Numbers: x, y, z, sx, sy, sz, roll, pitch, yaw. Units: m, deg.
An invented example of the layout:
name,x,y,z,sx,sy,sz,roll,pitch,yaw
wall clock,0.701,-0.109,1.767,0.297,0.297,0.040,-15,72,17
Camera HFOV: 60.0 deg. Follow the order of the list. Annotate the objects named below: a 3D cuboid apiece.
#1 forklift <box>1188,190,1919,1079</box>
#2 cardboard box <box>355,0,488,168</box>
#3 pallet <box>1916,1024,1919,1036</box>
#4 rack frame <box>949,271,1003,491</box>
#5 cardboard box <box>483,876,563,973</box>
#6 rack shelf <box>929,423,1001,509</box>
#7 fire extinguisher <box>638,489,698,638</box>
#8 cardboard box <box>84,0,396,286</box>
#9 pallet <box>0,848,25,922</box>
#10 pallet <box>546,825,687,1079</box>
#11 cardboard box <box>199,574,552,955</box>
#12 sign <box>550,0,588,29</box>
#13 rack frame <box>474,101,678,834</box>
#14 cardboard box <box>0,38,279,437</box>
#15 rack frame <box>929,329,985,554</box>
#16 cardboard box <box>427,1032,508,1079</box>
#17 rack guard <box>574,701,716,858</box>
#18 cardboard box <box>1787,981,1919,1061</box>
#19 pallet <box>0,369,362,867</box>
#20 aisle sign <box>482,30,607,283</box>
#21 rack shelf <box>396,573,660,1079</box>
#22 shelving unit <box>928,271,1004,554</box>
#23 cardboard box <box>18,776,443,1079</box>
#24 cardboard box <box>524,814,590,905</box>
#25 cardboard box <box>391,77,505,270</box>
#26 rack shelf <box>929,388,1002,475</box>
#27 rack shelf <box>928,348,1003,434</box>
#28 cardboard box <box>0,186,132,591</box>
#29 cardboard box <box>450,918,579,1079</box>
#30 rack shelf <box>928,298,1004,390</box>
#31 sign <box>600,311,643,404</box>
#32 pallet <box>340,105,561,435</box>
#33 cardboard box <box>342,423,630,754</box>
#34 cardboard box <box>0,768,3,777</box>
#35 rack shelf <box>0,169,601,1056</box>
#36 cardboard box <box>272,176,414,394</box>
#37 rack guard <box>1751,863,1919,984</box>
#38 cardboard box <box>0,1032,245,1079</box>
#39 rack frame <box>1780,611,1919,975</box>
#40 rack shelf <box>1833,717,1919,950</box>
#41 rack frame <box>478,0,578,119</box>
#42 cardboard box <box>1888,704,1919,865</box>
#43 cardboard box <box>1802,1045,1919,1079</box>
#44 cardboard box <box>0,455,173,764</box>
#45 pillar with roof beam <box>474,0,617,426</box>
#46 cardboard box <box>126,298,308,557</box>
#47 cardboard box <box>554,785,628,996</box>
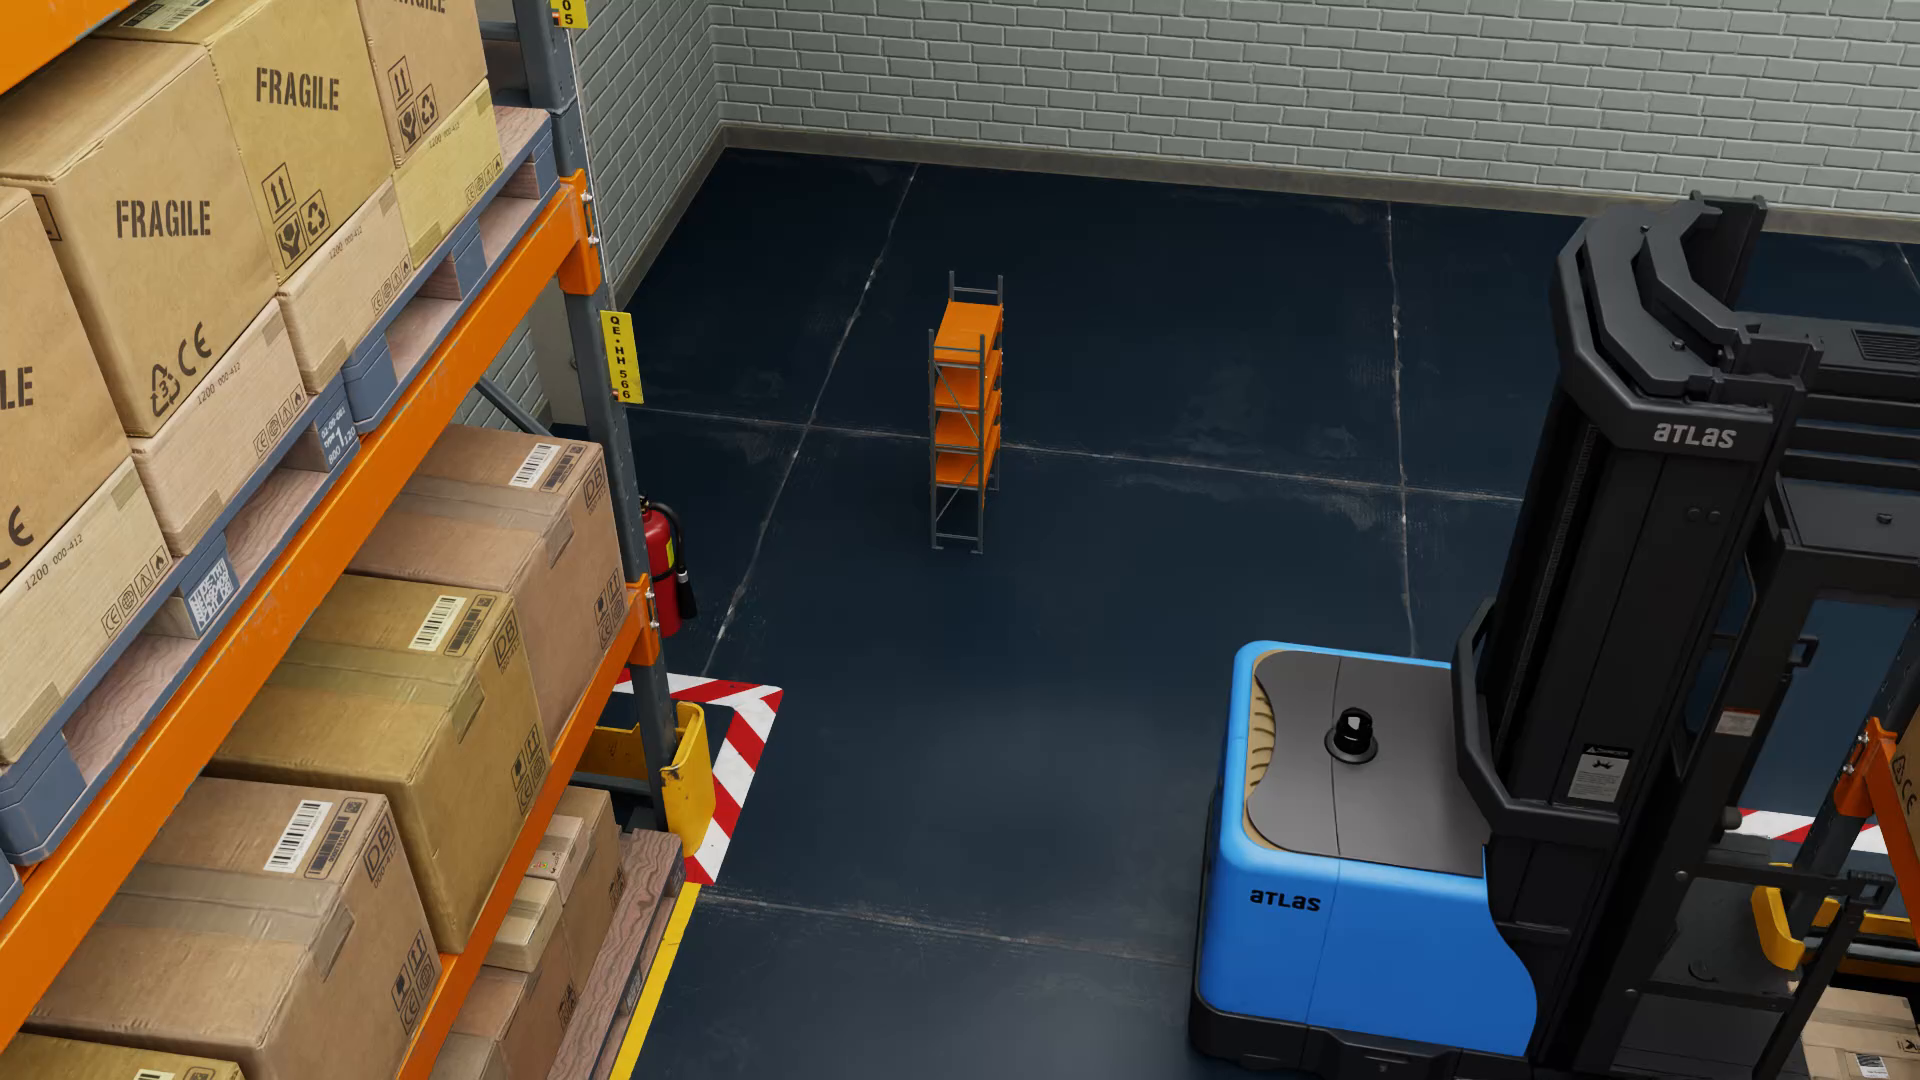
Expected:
name,x,y,z,sx,sy,sz,roll,pitch,yaw
forklift,2.349,0.505,4.936,3.031,2.935,1.130,7,40,8
cardboard box,-1.423,-1.184,3.692,0.500,0.500,0.500,6,40,8
pallet,3.164,2.081,5.165,1.003,0.211,1.213,6,40,8
rack frame,0.071,-0.719,7.775,0.240,1.200,0.015,6,40,8
cardboard box,-1.474,1.177,5.192,0.380,0.149,0.250,7,40,9
rack shelf,0.029,-0.361,7.760,0.258,0.148,0.480,6,40,8
fire extinguisher,-1.084,0.044,5.793,0.296,0.674,0.183,6,40,8
cardboard box,-1.520,-0.871,3.314,0.500,0.500,0.500,8,40,9
pallet,-2.105,0.790,2.252,1.003,0.211,1.213,6,40,8
pallet,-1.626,1.499,5.868,1.003,0.211,1.213,6,40,8
cardboard box,-1.758,0.578,4.559,0.980,0.700,0.700,6,40,7
sign,-1.033,-1.484,4.301,0.100,0.325,0.005,6,40,8
rack frame,-1.565,-0.086,5.597,1.000,3.000,0.127,6,40,8
cardboard box,-1.602,-0.543,2.917,0.500,0.500,0.500,5,40,6
rack frame,-0.014,-0.413,7.405,0.240,1.200,0.015,6,40,8
cardboard box,-1.760,1.796,4.953,0.700,0.500,0.500,5,40,6
rack guard,-1.561,0.862,6.411,1.175,0.500,0.348,6,40,8
cardboard box,2.904,1.612,5.435,0.380,0.149,0.250,6,40,8
pallet,-1.892,0.027,3.176,1.003,0.211,1.213,6,40,8
aisle sign,-1.257,-1.100,4.783,0.394,0.787,0.004,6,40,8
rack shelf,-1.911,1.447,4.308,1.077,0.370,4.000,6,40,8
shelving unit,0.029,-0.566,7.590,0.258,1.200,0.503,6,40,8
cardboard box,-1.899,1.055,3.981,0.980,0.700,0.700,5,40,6
cardboard box,-1.430,1.017,5.386,0.380,0.149,0.250,6,40,7
cardboard box,-1.430,-0.896,3.932,0.500,0.250,0.500,8,40,9
rack shelf,0.029,-0.514,7.633,0.258,0.148,0.480,6,40,8
rack shelf,0.029,-0.687,7.491,0.258,0.148,0.480,6,40,8
cardboard box,-1.695,-0.214,2.518,0.500,0.500,0.500,7,40,8
cardboard box,-1.674,1.480,5.335,0.700,0.500,0.500,6,40,8
rack shelf,0.029,-0.869,7.340,0.258,0.148,0.480,6,40,8
sign,-1.033,-0.555,5.069,0.100,0.325,0.005,6,40,8
pallet,-1.683,-0.741,4.105,1.003,0.211,1.213,6,40,8
cardboard box,-1.643,0.120,5.113,0.980,0.700,0.700,8,40,10
cardboard box,-1.776,0.403,2.361,0.500,0.250,0.500,6,40,7
rack shelf,-1.911,0.290,3.352,1.077,0.370,4.000,6,40,8
cardboard box,-1.519,-0.569,3.536,0.500,0.250,0.500,5,40,6
rack guard,3.301,1.469,5.678,1.175,0.500,0.348,6,40,8
cardboard box,-2.015,1.513,3.428,0.980,0.700,0.700,5,40,7
rack frame,3.315,0.458,4.939,1.000,3.000,0.127,6,40,8
rack shelf,2.969,1.990,3.650,1.077,0.370,4.000,6,40,8
rack frame,-1.565,-2.398,3.685,1.000,3.000,0.127,6,40,8
cardboard box,2.978,0.669,4.605,0.500,0.500,0.500,7,40,9
cardboard box,2.860,1.762,5.240,0.380,0.166,0.250,6,40,8
cardboard box,-1.694,0.080,2.751,0.500,0.250,0.500,5,40,6
pillar with roof beam,2.290,-3.713,5.276,9.100,9.000,0.400,6,40,8
cardboard box,-1.604,-0.242,3.141,0.500,0.250,0.500,5,40,6
cardboard box,-1.588,1.166,5.715,0.700,0.500,0.500,6,40,8
